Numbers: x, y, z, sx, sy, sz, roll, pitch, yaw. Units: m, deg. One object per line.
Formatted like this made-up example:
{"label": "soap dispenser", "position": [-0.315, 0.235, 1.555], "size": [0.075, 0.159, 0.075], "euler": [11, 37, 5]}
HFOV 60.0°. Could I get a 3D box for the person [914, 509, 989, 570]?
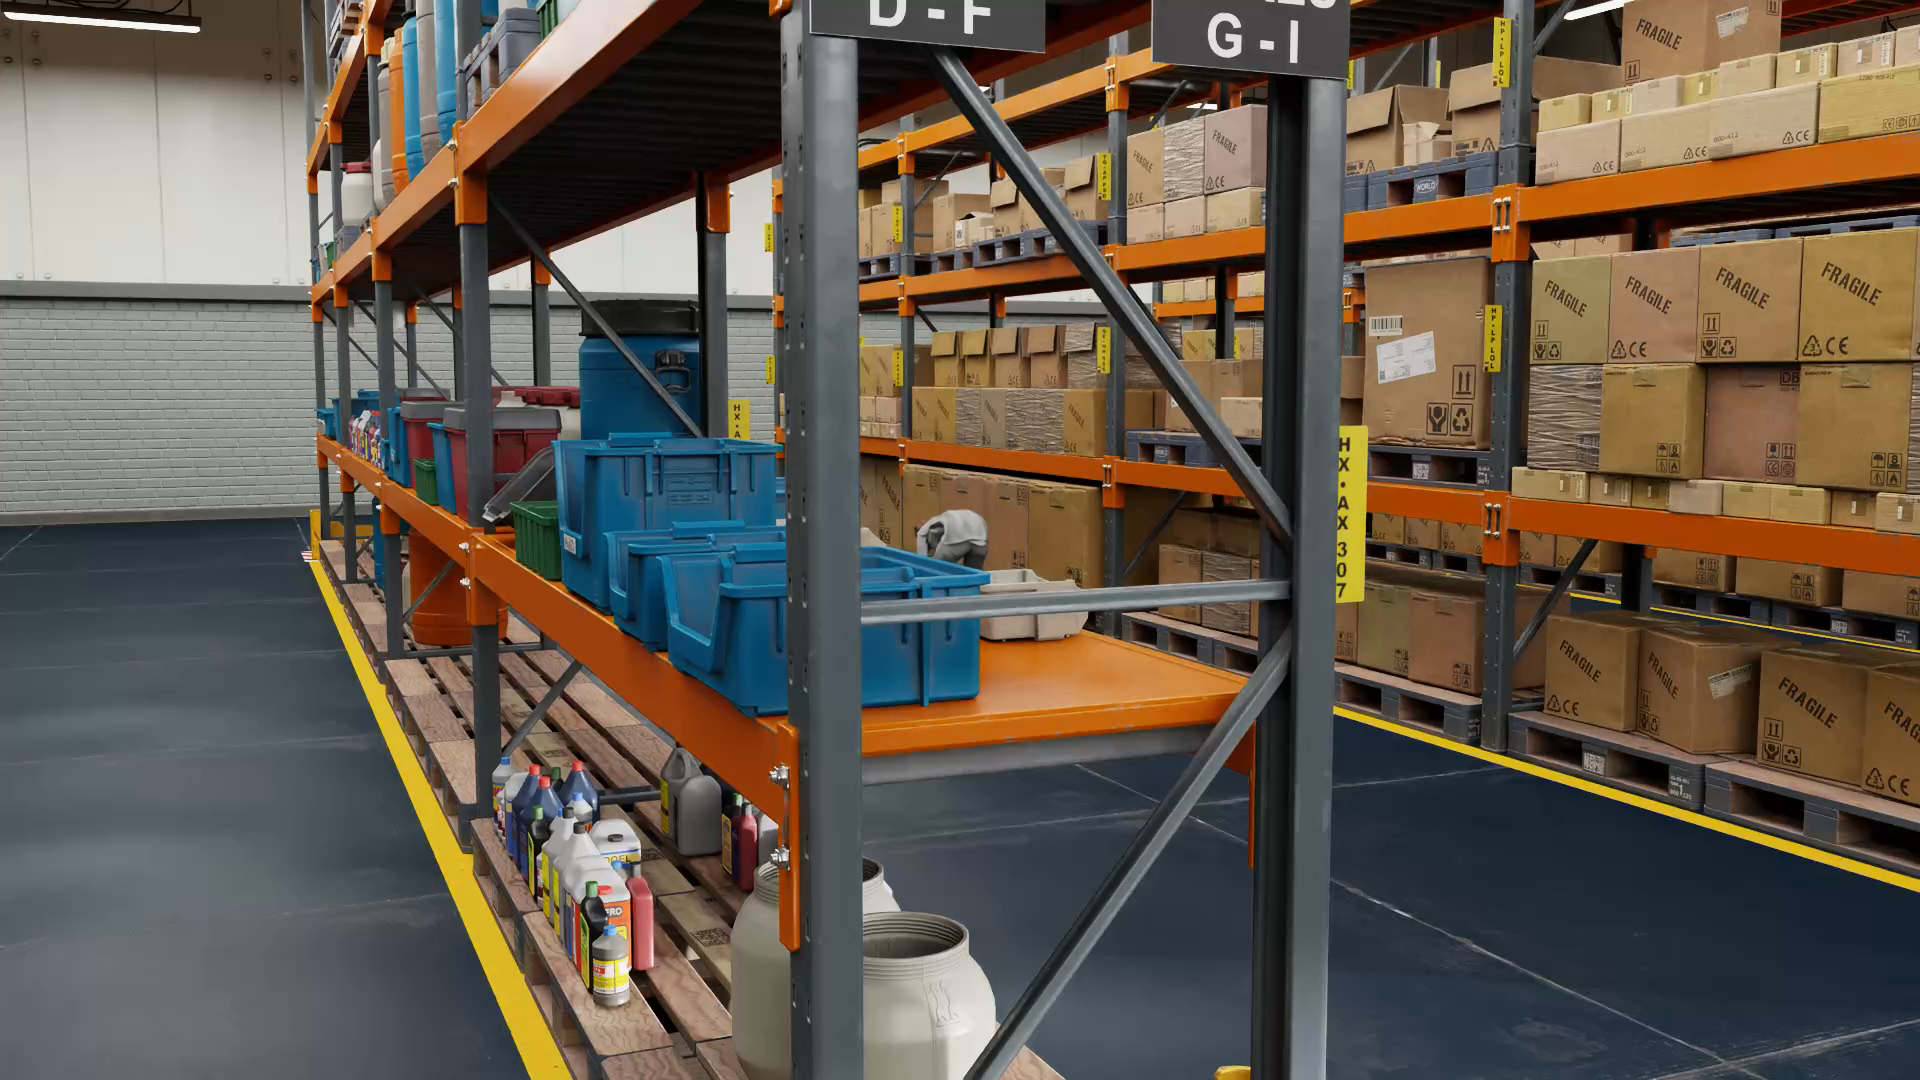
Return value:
{"label": "person", "position": [-0.088, 0.243, 12.002], "size": [0.409, 0.960, 0.868], "euler": [-3, 6, -26]}
